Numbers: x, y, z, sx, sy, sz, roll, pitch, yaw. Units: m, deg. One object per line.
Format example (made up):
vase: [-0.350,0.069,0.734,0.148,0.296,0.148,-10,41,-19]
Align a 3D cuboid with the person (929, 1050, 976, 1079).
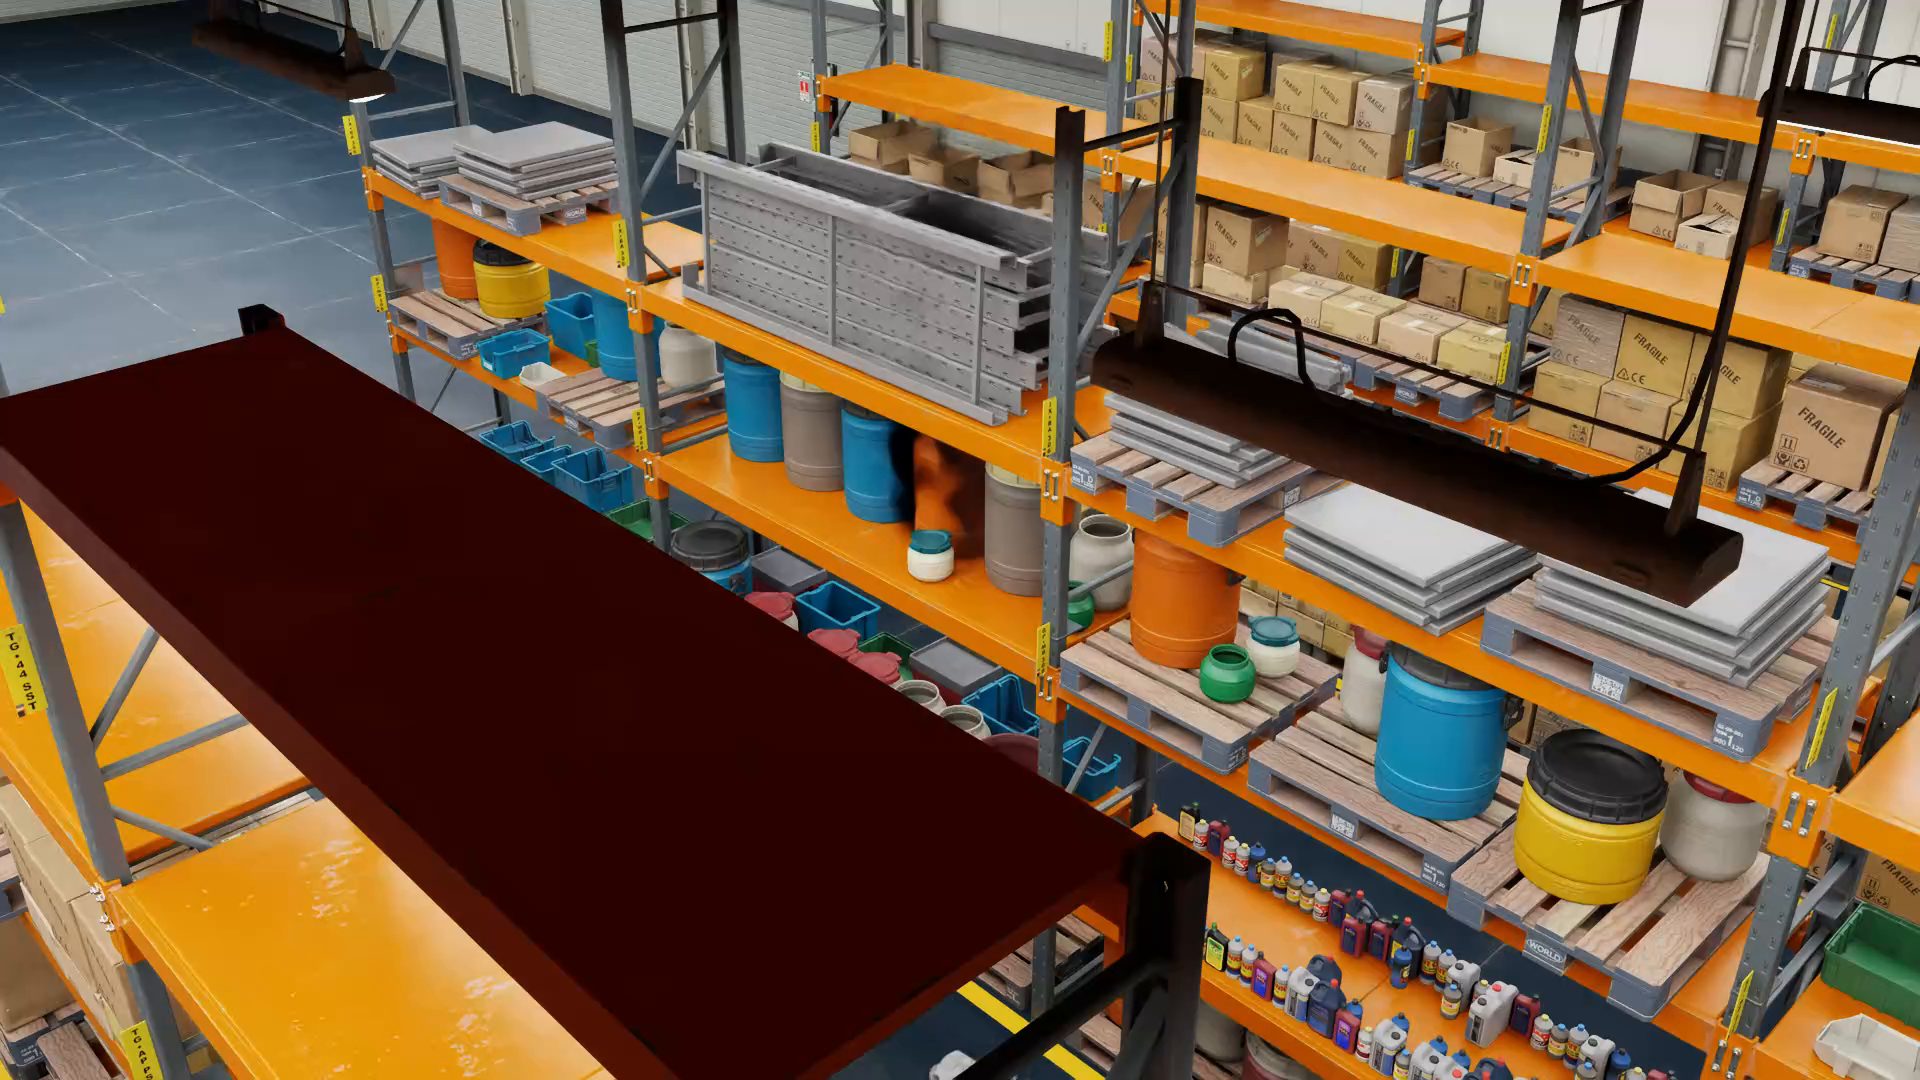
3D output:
person: [-0.067,3.234,8.467,0.504,1.647,0.574,17,33,29]
